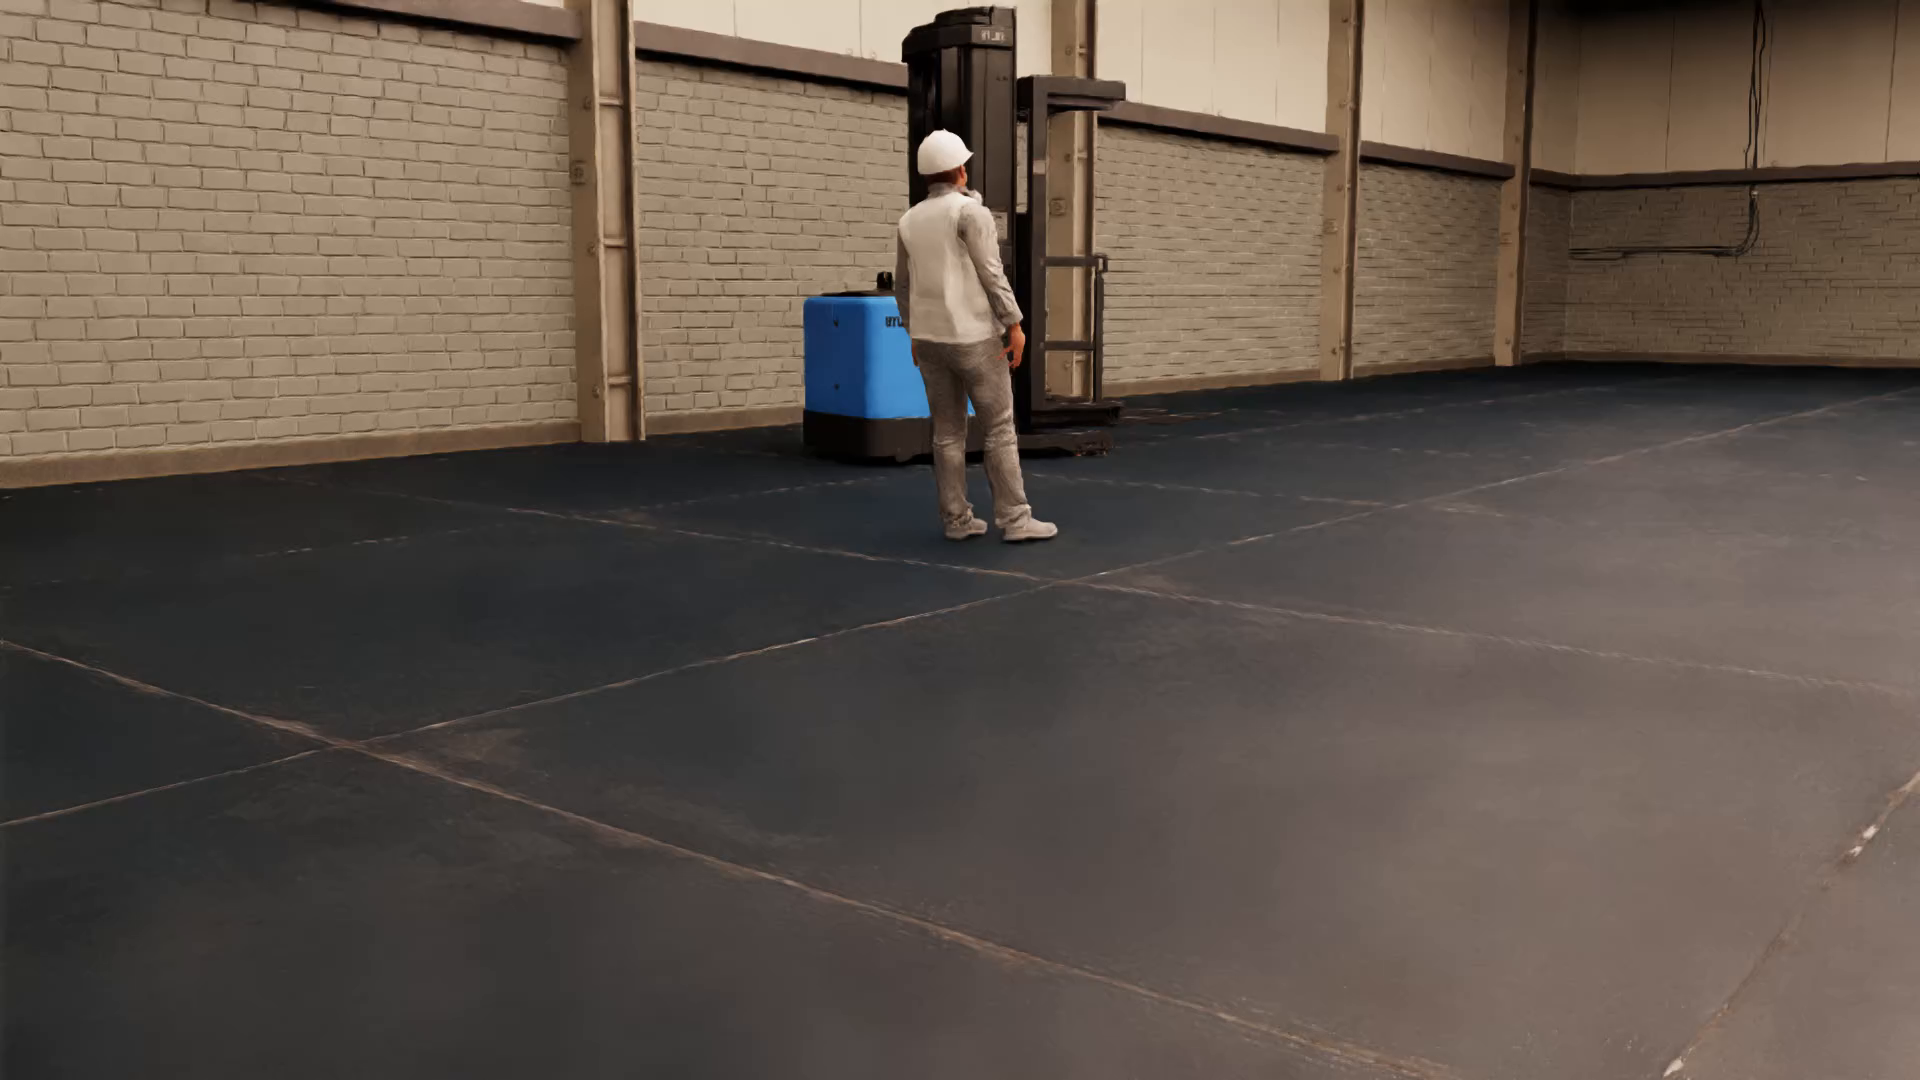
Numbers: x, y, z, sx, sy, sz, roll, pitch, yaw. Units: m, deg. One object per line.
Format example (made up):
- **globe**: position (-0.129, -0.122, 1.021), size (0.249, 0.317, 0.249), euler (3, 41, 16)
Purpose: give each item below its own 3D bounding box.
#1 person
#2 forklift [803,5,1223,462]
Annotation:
- **person**: position (0.046, -0.891, 7.318), size (0.632, 1.773, 0.567), euler (7, 11, 38)
- **forklift**: position (0.459, -2.081, 11.505), size (3.031, 2.935, 1.130), euler (-5, 10, -31)
